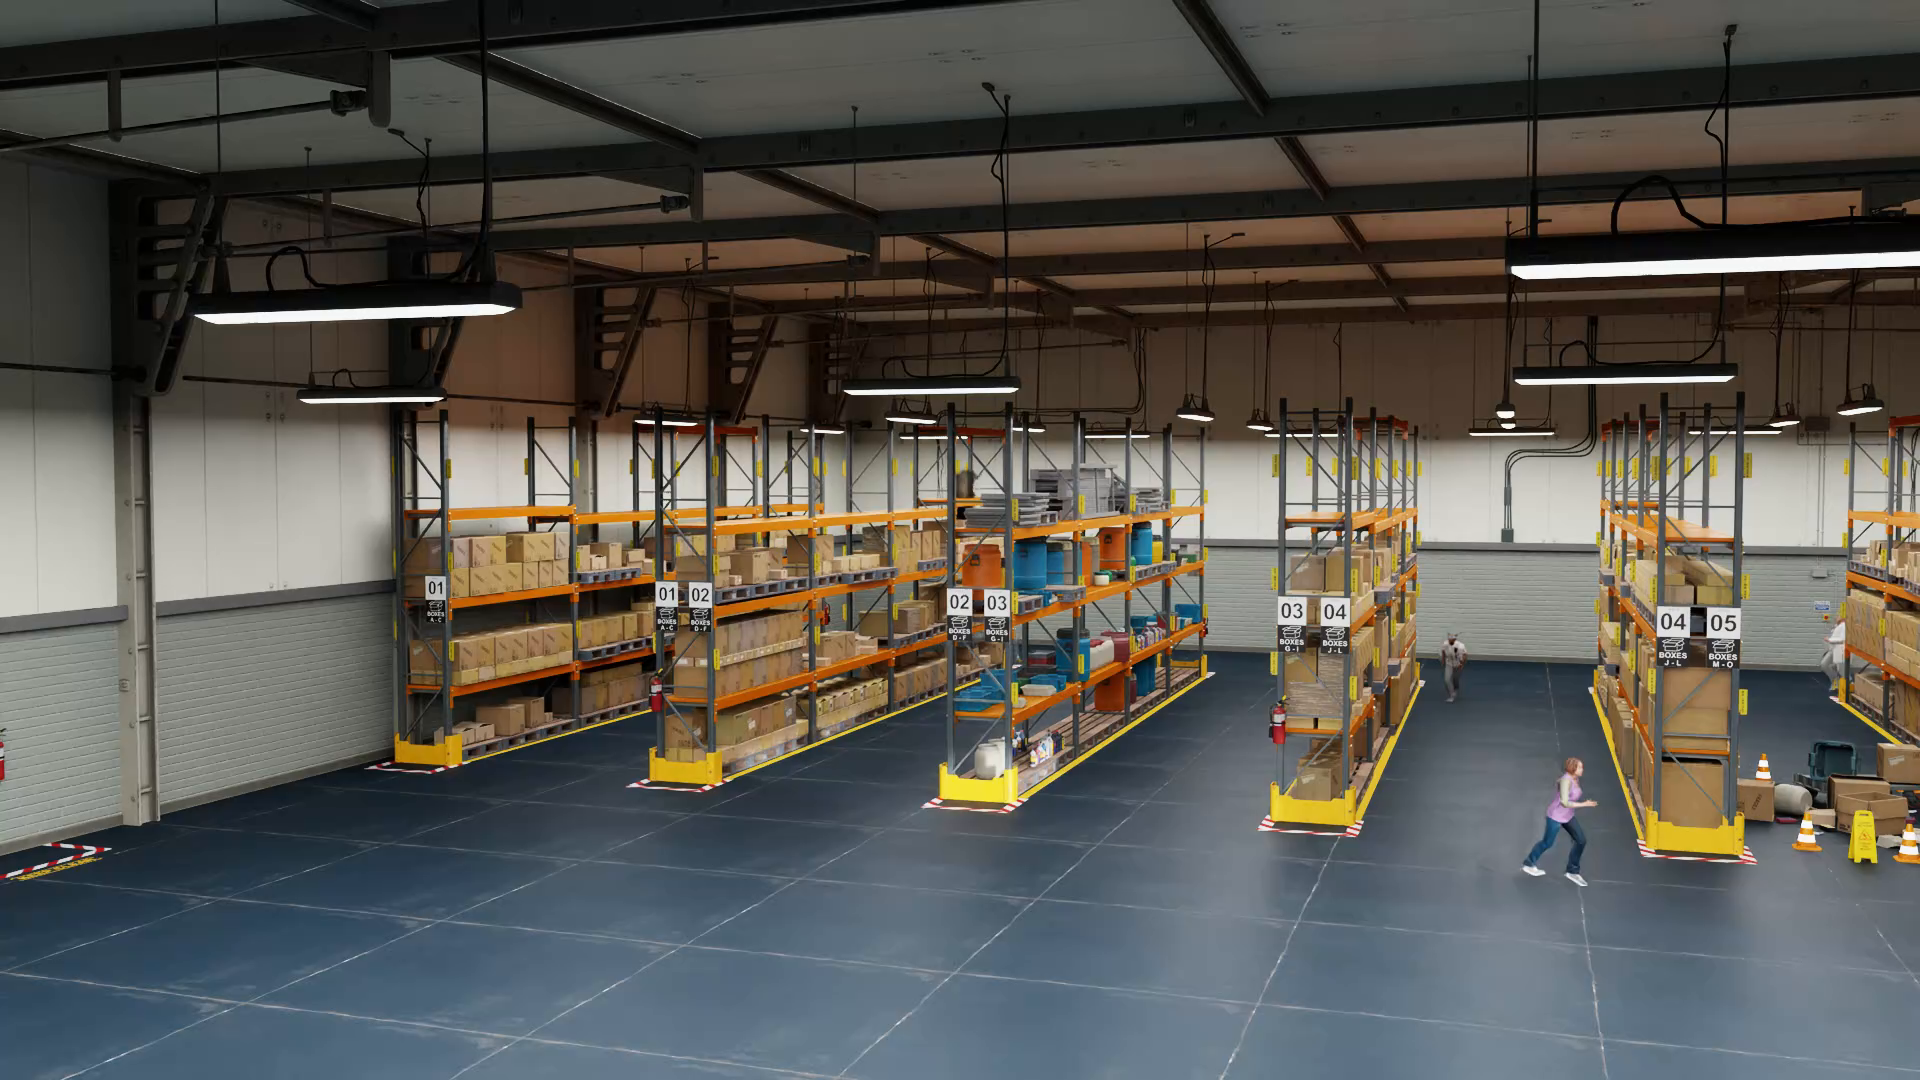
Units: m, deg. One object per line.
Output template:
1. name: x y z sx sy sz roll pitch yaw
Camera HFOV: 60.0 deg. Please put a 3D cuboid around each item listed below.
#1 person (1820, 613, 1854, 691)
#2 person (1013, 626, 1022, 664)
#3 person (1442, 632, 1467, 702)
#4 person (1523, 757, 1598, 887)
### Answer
1. person: 19.675 2.521 37.293 0.761 1.791 0.675 0 2 3
2. person: 1.282 2.275 42.791 0.998 1.754 0.718 1 3 27
3. person: 10.711 2.724 35.927 0.558 1.530 0.986 2 3 32
4. person: 7.235 3.374 19.998 0.539 1.548 0.915 -2 3 -43
